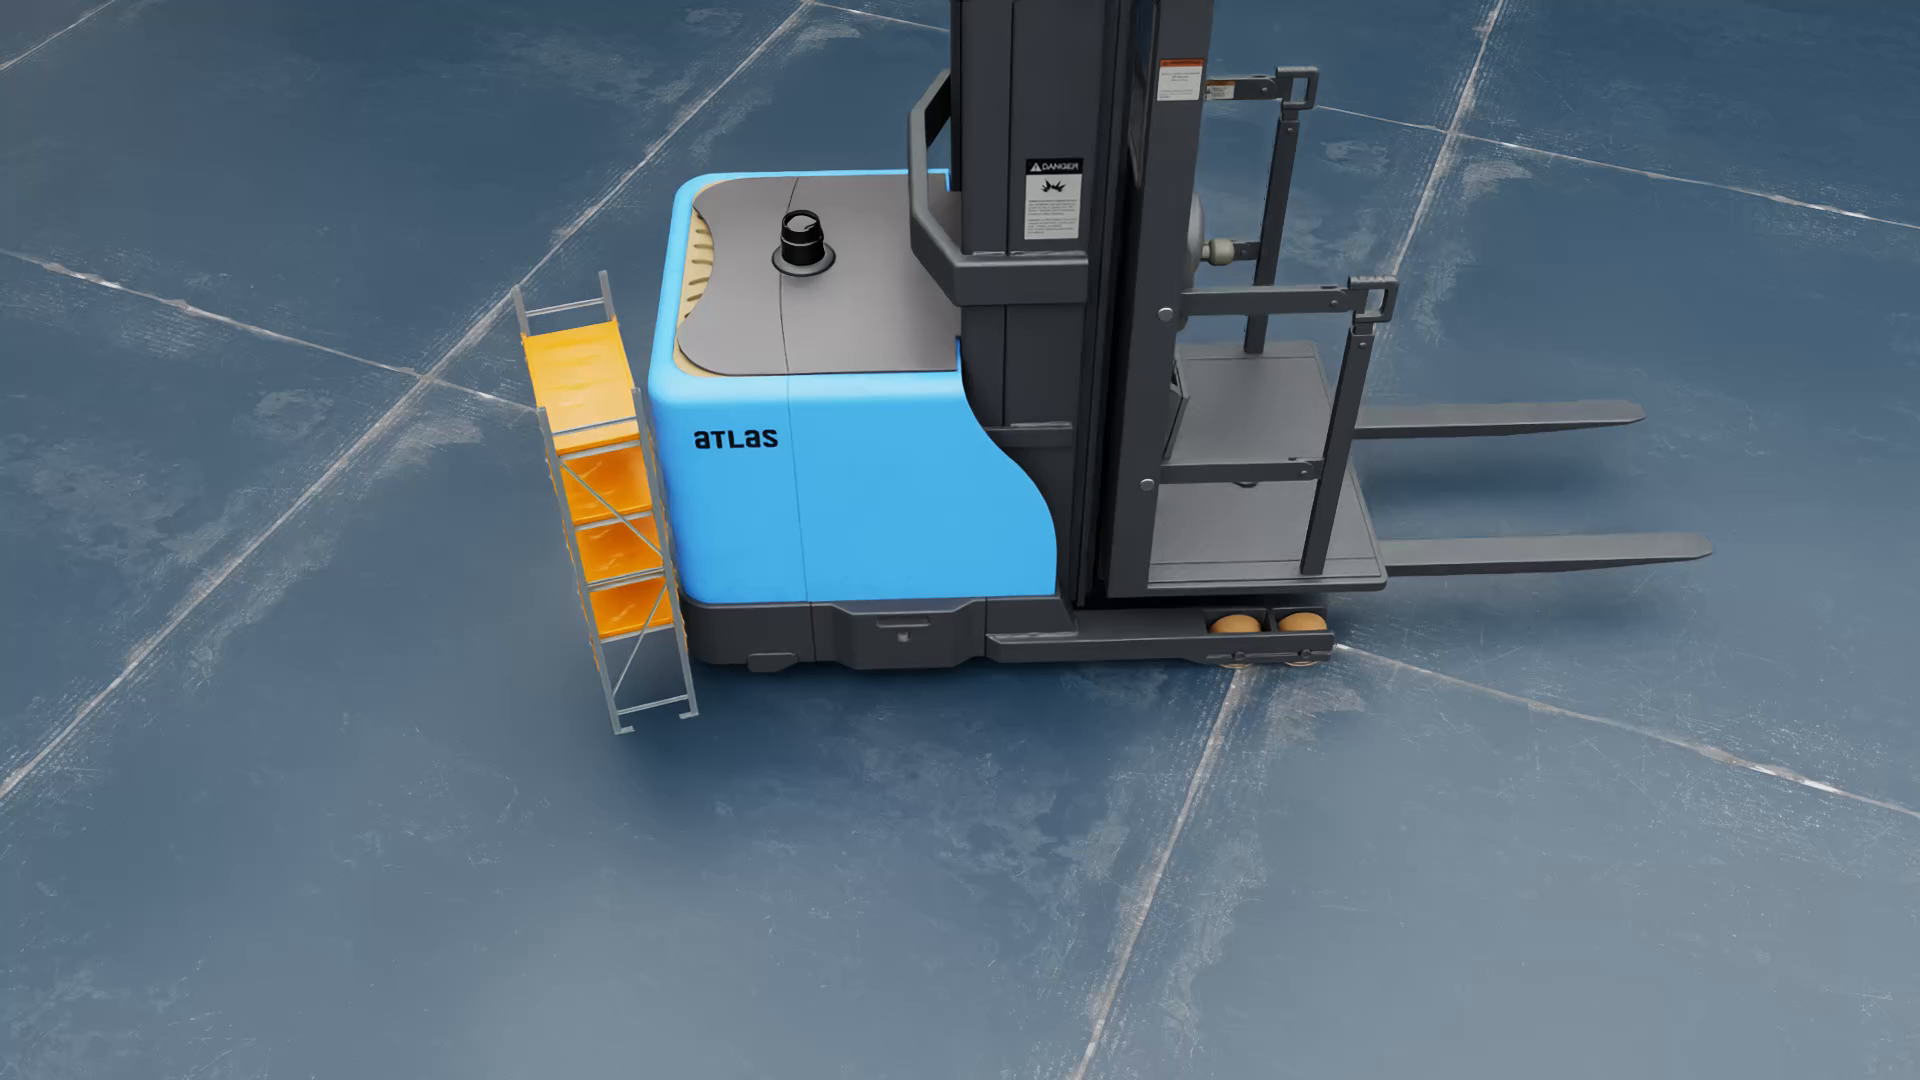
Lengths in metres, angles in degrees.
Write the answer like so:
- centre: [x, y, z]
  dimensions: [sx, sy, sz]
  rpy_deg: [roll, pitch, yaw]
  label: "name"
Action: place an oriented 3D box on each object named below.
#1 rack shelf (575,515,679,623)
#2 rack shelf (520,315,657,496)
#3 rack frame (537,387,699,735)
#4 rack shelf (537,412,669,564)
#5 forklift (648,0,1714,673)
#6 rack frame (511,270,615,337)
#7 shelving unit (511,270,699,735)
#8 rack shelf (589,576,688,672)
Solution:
- centre: [-0.938, -0.020, 4.514]
  dimensions: [0.258, 0.148, 0.480]
  rpy_deg: [-13, 46, -12]
  label: "rack shelf"
- centre: [-0.939, -0.346, 4.189]
  dimensions: [0.258, 0.148, 0.480]
  rpy_deg: [-13, 46, -12]
  label: "rack shelf"
- centre: [-0.864, 0.096, 4.302]
  dimensions: [0.240, 1.200, 0.015]
  rpy_deg: [-13, 46, -12]
  label: "rack frame"
- centre: [-0.939, -0.178, 4.356]
  dimensions: [0.258, 0.148, 0.480]
  rpy_deg: [-13, 46, -12]
  label: "rack shelf"
- centre: [0.698, -1.038, 4.215]
  dimensions: [3.031, 2.935, 1.130]
  rpy_deg: [-2, 45, -2]
  label: "forklift"
- centre: [-1.012, -0.232, 4.632]
  dimensions: [0.240, 1.200, 0.015]
  rpy_deg: [-13, 46, -12]
  label: "rack frame"
- centre: [-0.938, -0.068, 4.467]
  dimensions: [0.258, 1.200, 0.503]
  rpy_deg: [-13, 46, -12]
  label: "shelving unit"
- centre: [-0.937, 0.121, 4.654]
  dimensions: [0.258, 0.148, 0.480]
  rpy_deg: [-13, 46, -12]
  label: "rack shelf"
